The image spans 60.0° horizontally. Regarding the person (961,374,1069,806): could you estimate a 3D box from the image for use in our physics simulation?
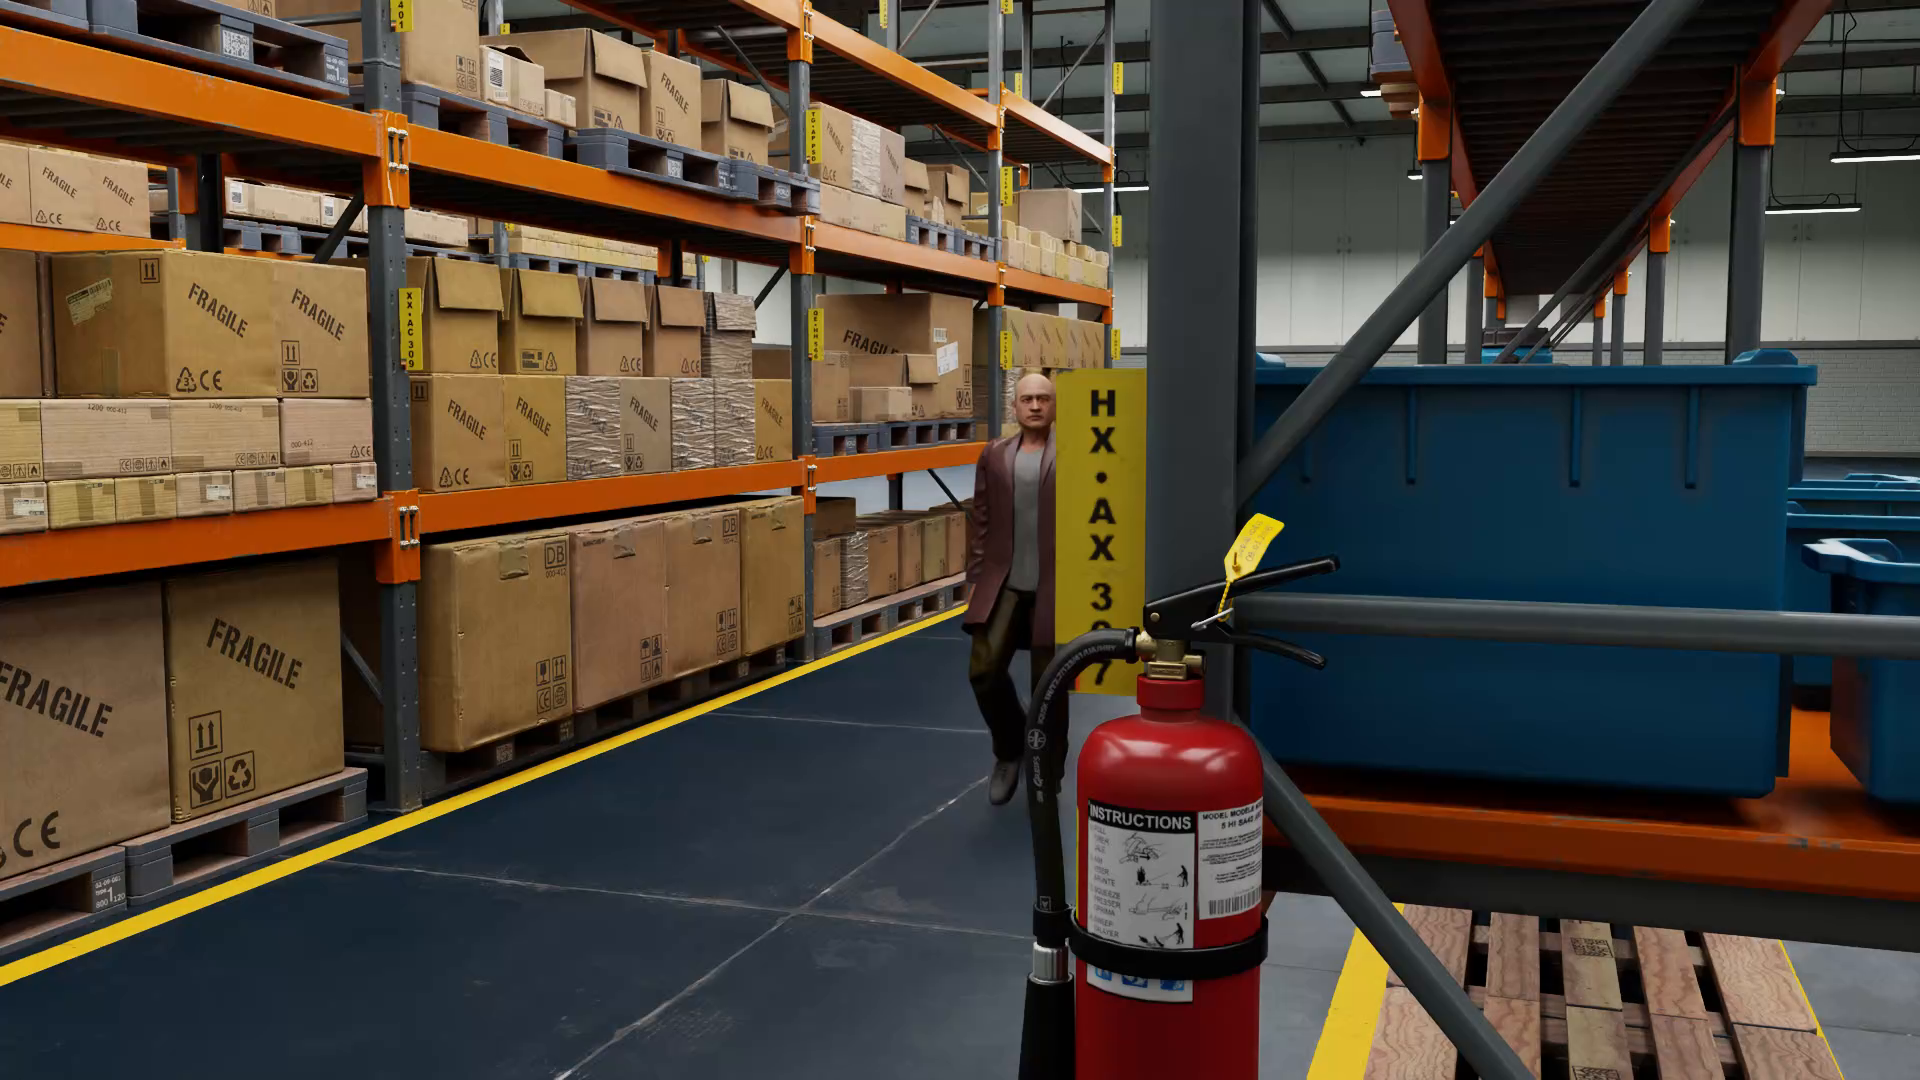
[{"bbox_3d":[0.288,0.217,6.830,0.610,1.796,0.480,1,5,14],"label":"person"}]
